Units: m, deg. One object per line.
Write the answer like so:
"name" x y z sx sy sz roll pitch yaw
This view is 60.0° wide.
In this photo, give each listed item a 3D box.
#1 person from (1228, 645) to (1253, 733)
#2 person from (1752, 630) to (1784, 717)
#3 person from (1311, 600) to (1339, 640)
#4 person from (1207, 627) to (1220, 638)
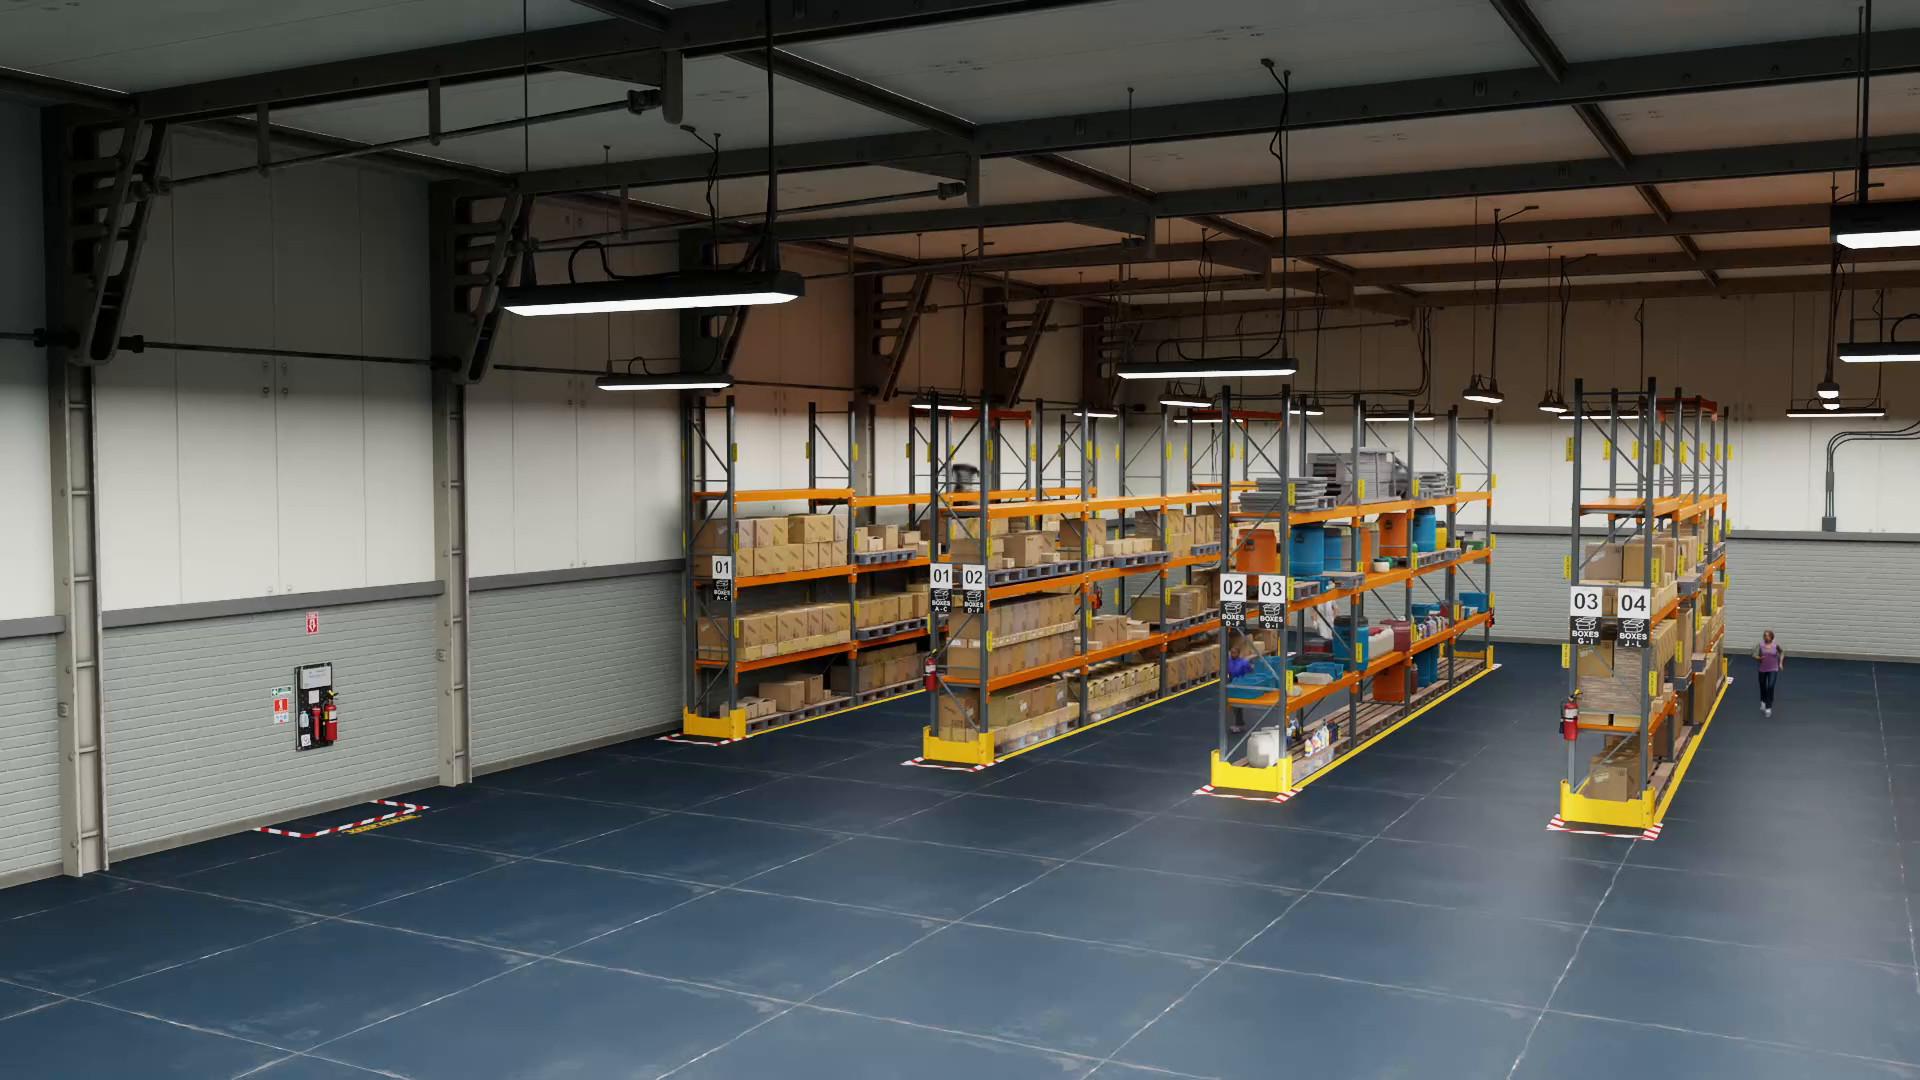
"person" 5.025 2.652 29.876 0.652 1.579 0.575 -3 4 -43
"person" 15.398 2.523 31.704 0.544 1.581 0.861 2 3 27
"person" 8.844 2.022 40.358 0.666 1.724 0.571 0 3 4
"person" 6.703 1.930 42.775 0.539 1.632 0.734 2 4 39
